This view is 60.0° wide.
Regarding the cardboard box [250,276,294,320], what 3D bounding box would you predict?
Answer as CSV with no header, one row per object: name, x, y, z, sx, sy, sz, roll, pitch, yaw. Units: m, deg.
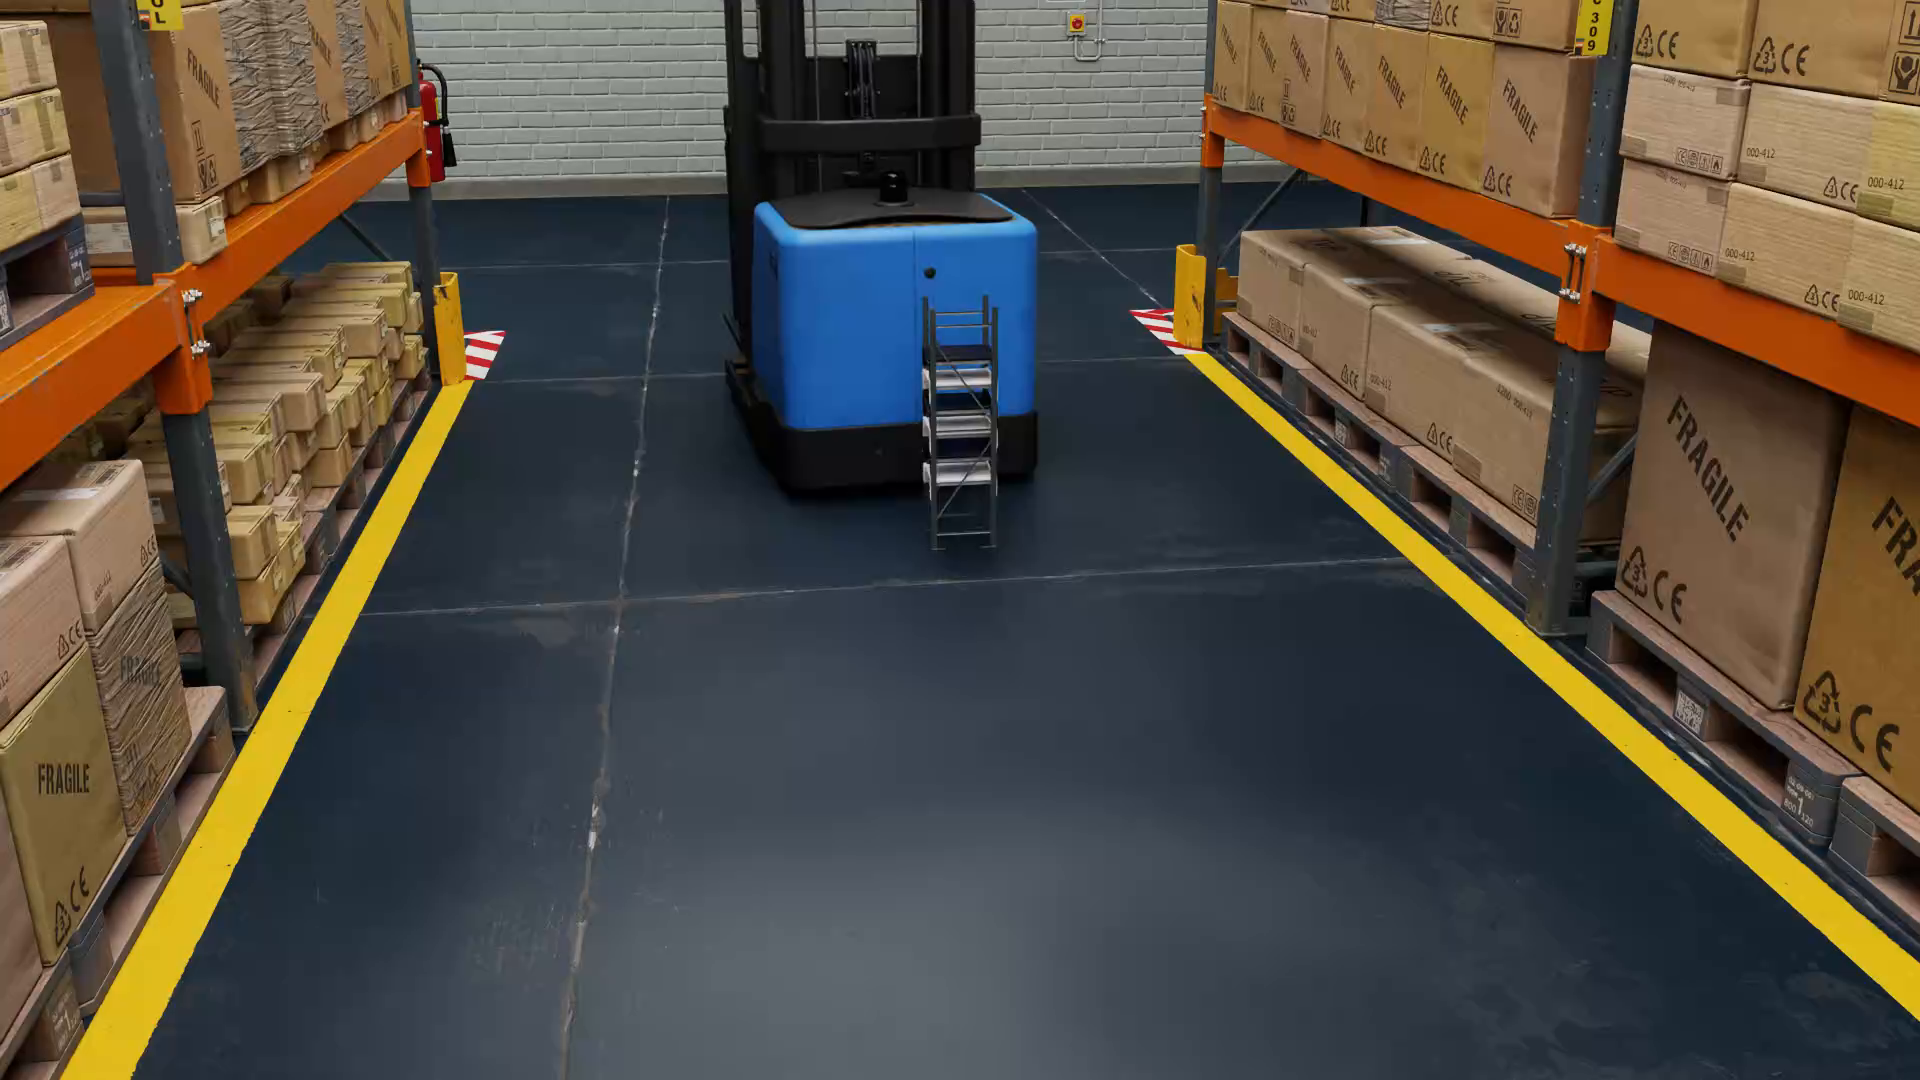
cardboard box,-3.205,-1.083,7.453,0.380,0.149,0.250,-3,21,-7

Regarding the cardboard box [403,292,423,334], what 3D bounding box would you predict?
cardboard box,-2.745,-1.063,7.825,0.380,0.149,0.250,-3,21,-9

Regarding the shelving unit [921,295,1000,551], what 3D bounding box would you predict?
shelving unit,-0.001,-0.424,6.066,0.258,0.900,0.210,-3,21,-8

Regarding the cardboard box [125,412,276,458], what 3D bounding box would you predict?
cardboard box,-2.438,-0.299,5.354,0.380,0.149,0.250,-3,21,-9

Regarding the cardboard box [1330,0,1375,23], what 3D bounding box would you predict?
cardboard box,1.804,-2.321,6.572,0.500,0.500,0.500,-3,21,-8

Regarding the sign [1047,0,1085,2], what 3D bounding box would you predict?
sign,0.888,-4.612,13.892,0.327,0.218,0.001,-3,21,-8

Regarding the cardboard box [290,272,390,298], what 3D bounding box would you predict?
cardboard box,-2.797,-1.111,7.527,0.380,0.149,0.250,-3,21,-7

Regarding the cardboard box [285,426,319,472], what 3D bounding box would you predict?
cardboard box,-2.511,-0.344,5.899,0.380,0.149,0.250,-2,21,-5

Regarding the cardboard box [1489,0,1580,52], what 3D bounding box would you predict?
cardboard box,2.016,-1.796,5.164,0.500,0.500,0.500,-3,21,-8

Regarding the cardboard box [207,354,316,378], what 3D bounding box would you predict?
cardboard box,-2.575,-0.571,6.081,0.380,0.149,0.250,-4,21,-10

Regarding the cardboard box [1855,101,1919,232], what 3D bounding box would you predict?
cardboard box,2.291,-0.773,3.499,0.500,0.250,0.500,-3,21,-7

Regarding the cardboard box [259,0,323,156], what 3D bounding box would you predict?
cardboard box,-2.464,-1.564,5.548,0.500,0.500,0.500,-3,21,-9

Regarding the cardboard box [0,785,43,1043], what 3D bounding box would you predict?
cardboard box,-2.028,0.727,2.955,0.500,0.500,0.500,-3,21,-9

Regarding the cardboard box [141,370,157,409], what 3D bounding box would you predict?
cardboard box,-3.097,-0.544,6.010,0.380,0.149,0.250,-4,21,-10

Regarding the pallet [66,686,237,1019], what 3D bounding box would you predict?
pallet,-2.413,0.730,3.961,1.003,0.211,1.213,-3,21,-8

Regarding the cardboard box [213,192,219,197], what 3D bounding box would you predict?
cardboard box,-2.355,-0.929,4.775,0.380,0.149,0.250,-2,21,-6

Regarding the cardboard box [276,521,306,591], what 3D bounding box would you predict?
cardboard box,-2.300,0.058,5.248,0.380,0.149,0.250,-2,21,-6

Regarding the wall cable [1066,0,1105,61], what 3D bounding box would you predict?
wall cable,0.944,-4.957,13.705,0.585,1.953,0.123,-3,21,-8

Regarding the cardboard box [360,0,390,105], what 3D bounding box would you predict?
cardboard box,-2.715,-2.096,6.973,0.500,0.500,0.500,-3,21,-9

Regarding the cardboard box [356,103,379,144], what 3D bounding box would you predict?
cardboard box,-2.667,-1.754,6.983,0.380,0.149,0.250,-2,21,-6

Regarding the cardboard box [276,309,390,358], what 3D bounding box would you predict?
cardboard box,-2.566,-0.844,6.814,0.380,0.149,0.250,-2,21,-6

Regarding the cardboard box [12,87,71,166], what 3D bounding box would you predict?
cardboard box,-2.274,-0.937,3.771,0.380,0.149,0.250,-2,21,-6

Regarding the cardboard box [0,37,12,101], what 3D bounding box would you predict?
cardboard box,-2.236,-0.982,3.466,0.380,0.149,0.250,-4,21,-9

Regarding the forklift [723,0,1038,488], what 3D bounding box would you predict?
forklift,-0.533,-2.058,7.538,1.130,2.935,3.031,-5,21,-13

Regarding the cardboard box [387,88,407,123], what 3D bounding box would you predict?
cardboard box,-2.777,-2.015,7.683,0.380,0.149,0.250,-3,21,-8

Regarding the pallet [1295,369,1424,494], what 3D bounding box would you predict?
pallet,2.145,-0.515,7.294,1.003,0.211,1.213,-3,21,-8

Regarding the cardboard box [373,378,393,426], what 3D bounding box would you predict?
cardboard box,-2.584,-0.571,6.932,0.380,0.149,0.250,-4,21,-10

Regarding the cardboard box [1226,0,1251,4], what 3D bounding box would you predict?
cardboard box,1.568,-2.850,7.989,0.500,0.500,0.500,-3,21,-9

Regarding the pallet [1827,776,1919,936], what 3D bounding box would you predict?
pallet,2.722,0.862,3.606,1.003,0.211,1.213,-3,21,-8

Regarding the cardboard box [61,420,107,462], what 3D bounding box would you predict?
cardboard box,-2.955,-0.268,5.272,0.380,0.149,0.250,-3,21,-8

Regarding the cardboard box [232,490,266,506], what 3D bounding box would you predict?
cardboard box,-2.388,-0.071,5.170,0.380,0.149,0.250,-3,21,-7

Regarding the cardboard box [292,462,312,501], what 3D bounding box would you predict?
cardboard box,-2.547,-0.202,5.944,0.380,0.149,0.250,-4,21,-10

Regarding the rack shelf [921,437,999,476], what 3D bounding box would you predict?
rack shelf,-0.001,-0.309,6.109,0.258,0.077,0.200,-3,21,-8

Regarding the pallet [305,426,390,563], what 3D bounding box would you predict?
pallet,-2.838,-0.194,6.434,1.003,0.211,1.213,-3,21,-8

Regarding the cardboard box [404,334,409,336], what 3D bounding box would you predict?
cardboard box,-2.821,-0.921,7.868,0.380,0.149,0.250,-3,21,-7

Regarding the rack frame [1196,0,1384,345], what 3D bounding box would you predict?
rack frame,1.780,-2.516,8.665,1.000,3.000,0.127,-3,21,-8

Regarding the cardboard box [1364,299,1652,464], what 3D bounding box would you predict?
cardboard box,2.243,-0.660,6.758,0.875,0.438,0.875,-4,21,-9

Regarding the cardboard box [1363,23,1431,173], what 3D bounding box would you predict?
cardboard box,1.870,-1.677,6.275,0.500,0.500,0.500,-3,21,-9

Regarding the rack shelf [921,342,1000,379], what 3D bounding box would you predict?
rack shelf,-0.001,-0.646,5.983,0.258,0.077,0.200,-3,21,-8

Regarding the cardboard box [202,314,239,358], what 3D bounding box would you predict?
cardboard box,-3.148,-0.811,6.725,0.380,0.149,0.250,-2,21,-6

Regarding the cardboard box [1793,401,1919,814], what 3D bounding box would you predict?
cardboard box,2.663,0.191,3.855,0.875,0.875,0.875,-2,21,-6

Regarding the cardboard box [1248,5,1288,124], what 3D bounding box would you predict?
cardboard box,1.666,-2.208,7.698,0.500,0.500,0.500,-3,21,-9

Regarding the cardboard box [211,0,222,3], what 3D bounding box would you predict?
cardboard box,-2.441,-1.848,4.880,0.500,0.500,0.500,-4,21,-9

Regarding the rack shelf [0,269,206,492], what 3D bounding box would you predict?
rack shelf,-2.239,0.183,2.466,1.077,0.370,4.000,-3,21,-8

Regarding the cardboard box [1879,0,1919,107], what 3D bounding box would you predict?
cardboard box,2.306,-1.131,3.384,0.500,0.500,0.500,-3,21,-9

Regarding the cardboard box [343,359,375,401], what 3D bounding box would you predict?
cardboard box,-2.562,-0.615,6.625,0.380,0.149,0.250,-2,21,-5

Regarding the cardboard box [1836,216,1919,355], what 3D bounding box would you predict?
cardboard box,2.293,-0.538,3.583,0.500,0.250,0.500,-3,21,-8

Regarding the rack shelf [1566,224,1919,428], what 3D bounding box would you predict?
rack shelf,2.645,-0.101,3.229,1.077,0.370,4.000,-3,21,-8

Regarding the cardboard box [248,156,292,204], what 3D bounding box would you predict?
cardboard box,-2.450,-1.203,5.510,0.380,0.149,0.250,-3,21,-7

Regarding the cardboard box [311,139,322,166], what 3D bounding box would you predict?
cardboard box,-2.624,-1.473,6.233,0.380,0.149,0.250,-3,21,-7
